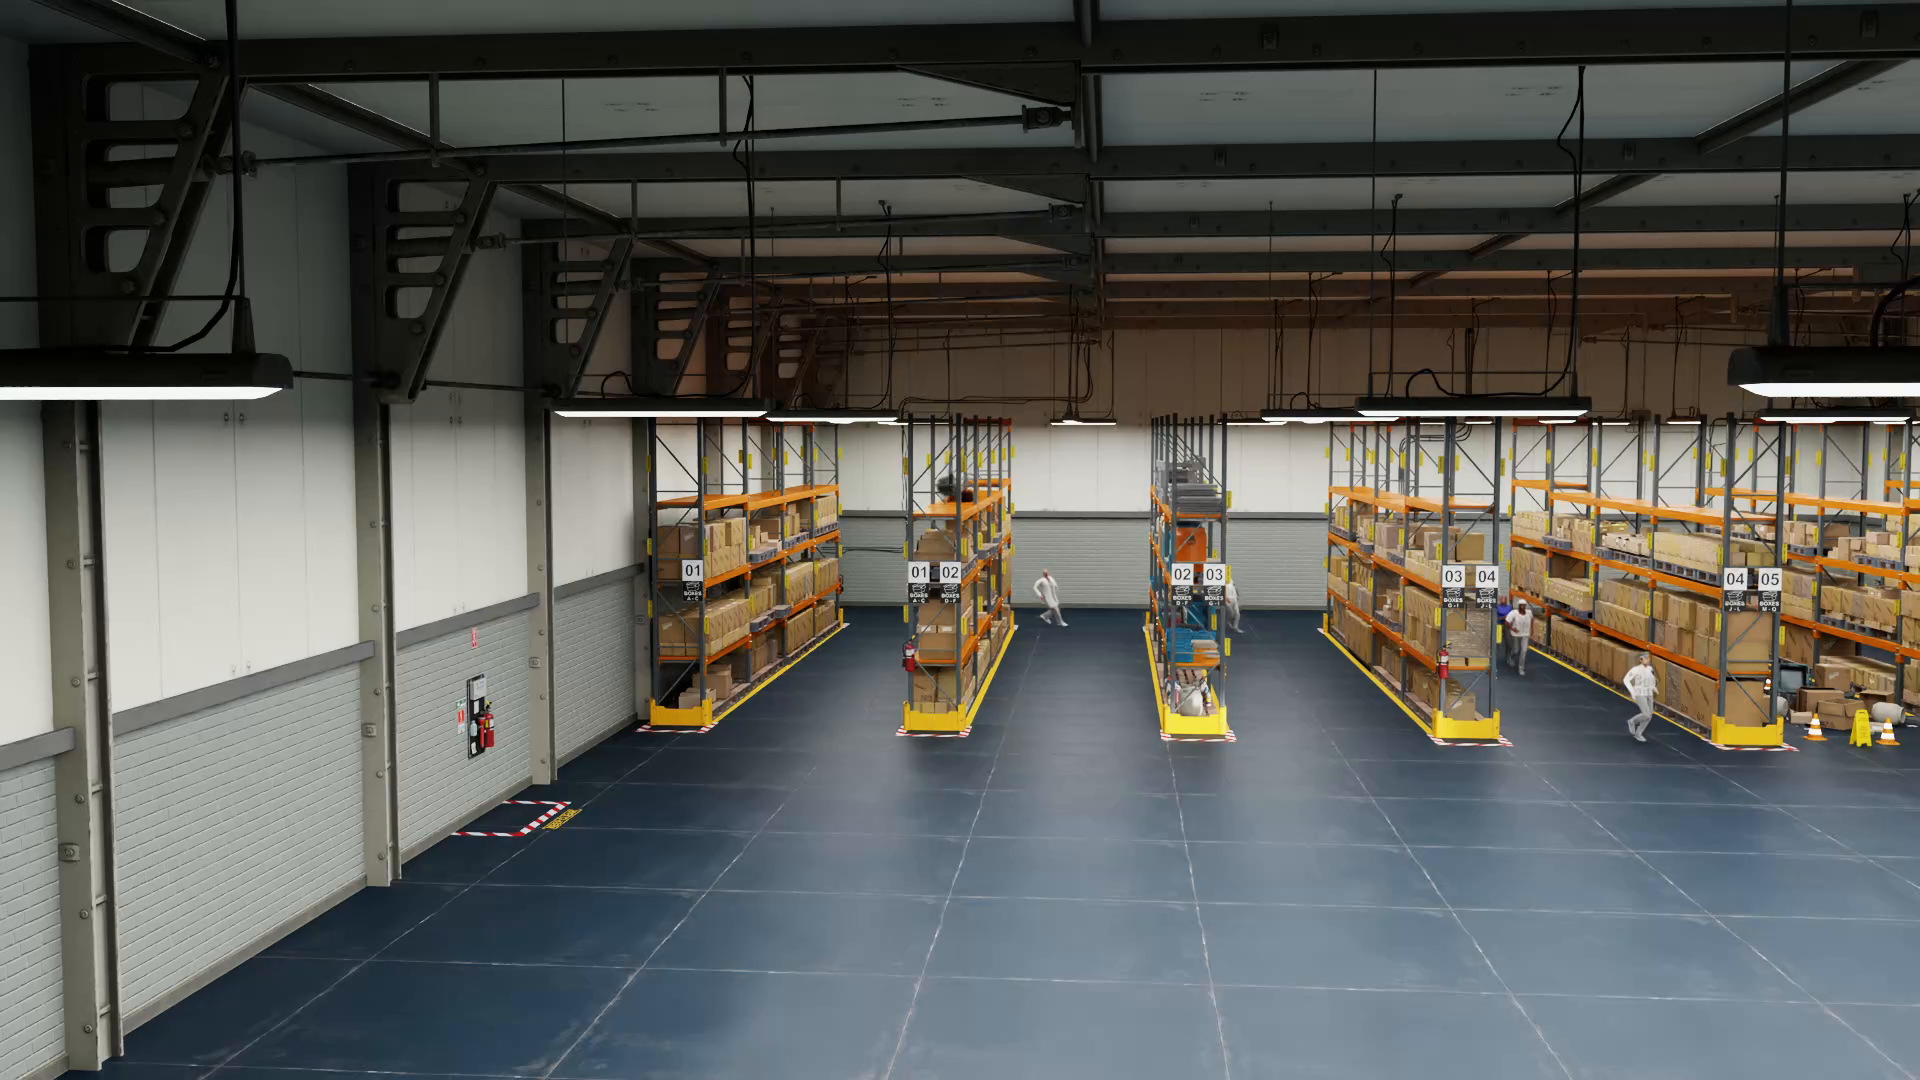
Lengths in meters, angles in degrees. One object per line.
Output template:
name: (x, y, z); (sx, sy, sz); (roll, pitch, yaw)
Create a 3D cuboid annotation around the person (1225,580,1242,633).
person: (7.543, 1.733, 46.769); (0.694, 1.723, 0.606); (-2, 4, -24)

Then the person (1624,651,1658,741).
person: (12.525, 2.855, 30.441); (0.616, 1.660, 0.532); (-1, 4, -20)

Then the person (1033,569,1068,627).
person: (2.571, 1.676, 47.933); (0.835, 1.685, 0.793); (3, 5, 39)

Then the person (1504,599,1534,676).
person: (13.068, 2.239, 38.834); (0.725, 1.752, 0.994); (0, 4, 1)

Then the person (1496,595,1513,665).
person: (13.192, 2.159, 40.381); (0.575, 1.645, 0.938); (0, 4, 0)
